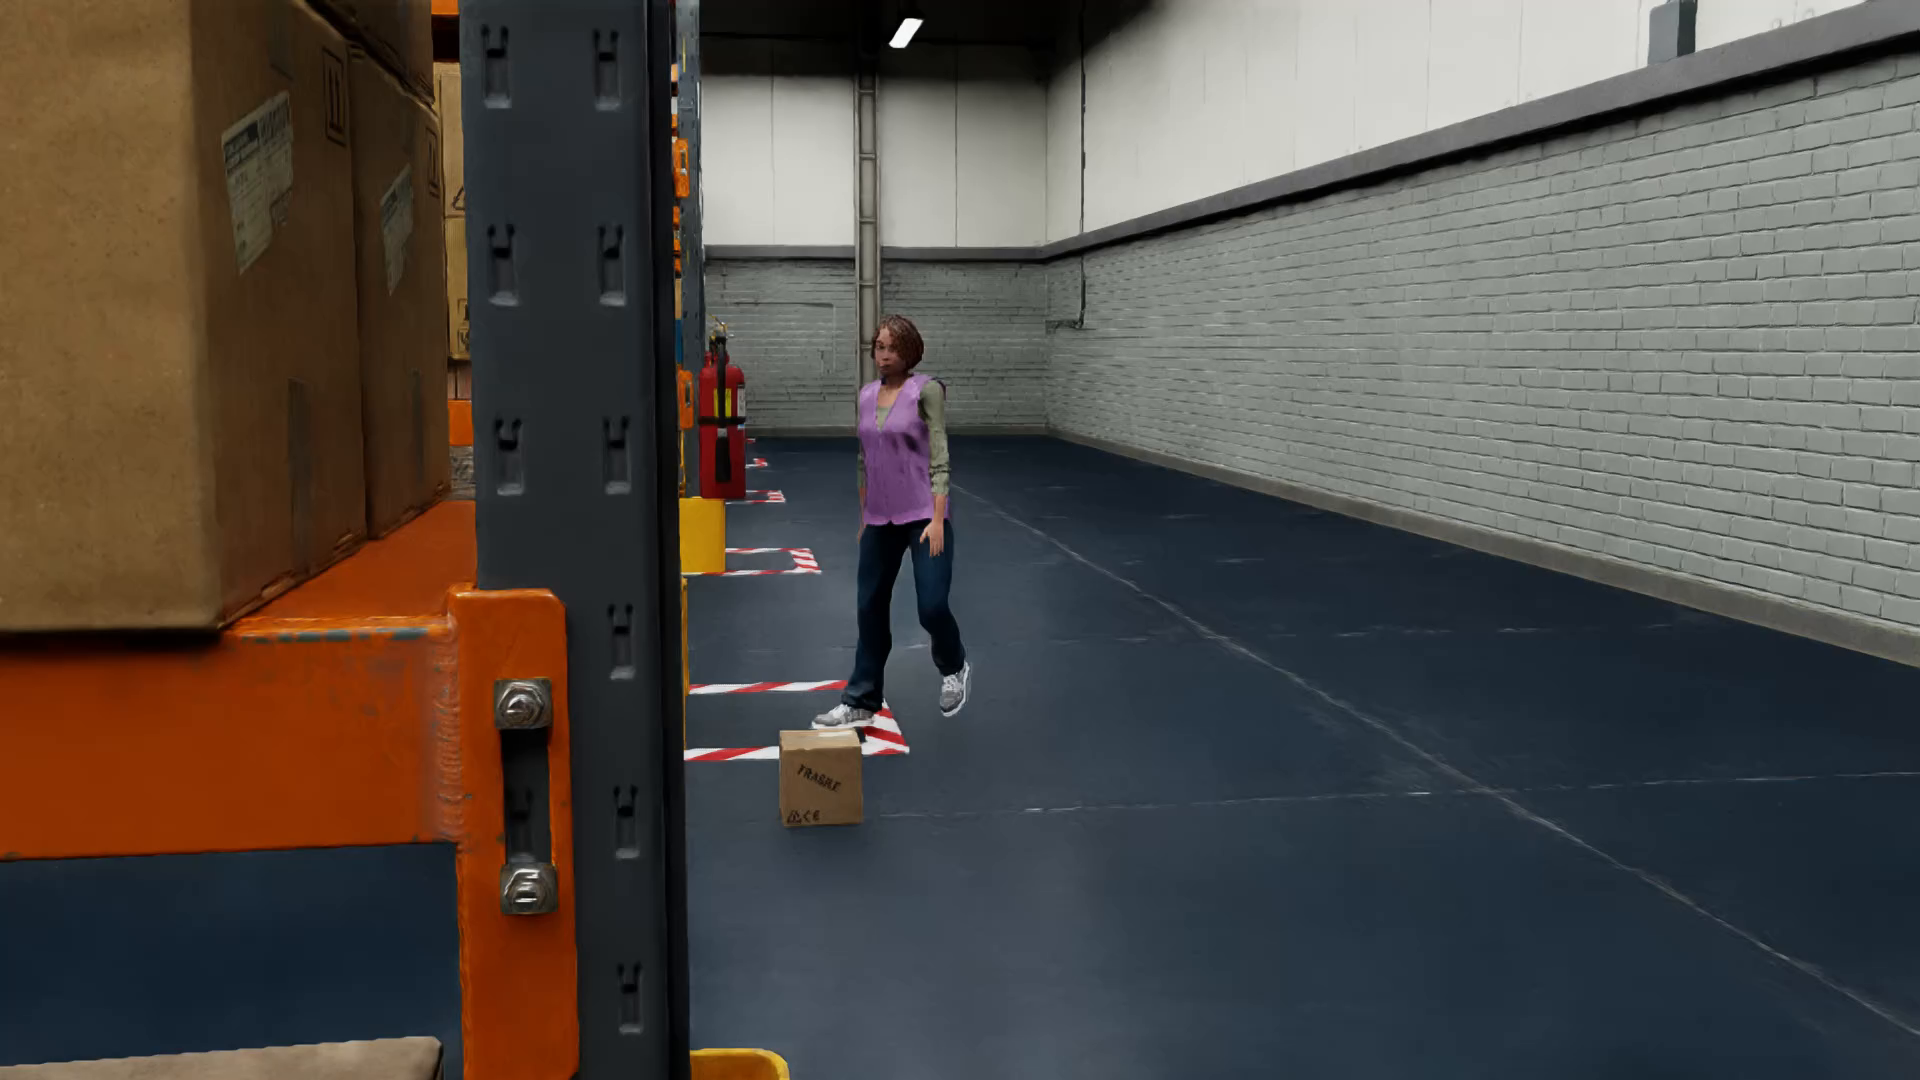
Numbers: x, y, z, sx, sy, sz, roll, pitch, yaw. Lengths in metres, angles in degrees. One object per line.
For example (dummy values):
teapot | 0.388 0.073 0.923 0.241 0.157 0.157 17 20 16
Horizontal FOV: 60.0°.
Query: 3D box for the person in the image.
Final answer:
person | -0.219 -0.059 6.364 0.559 1.594 0.498 4 8 30
